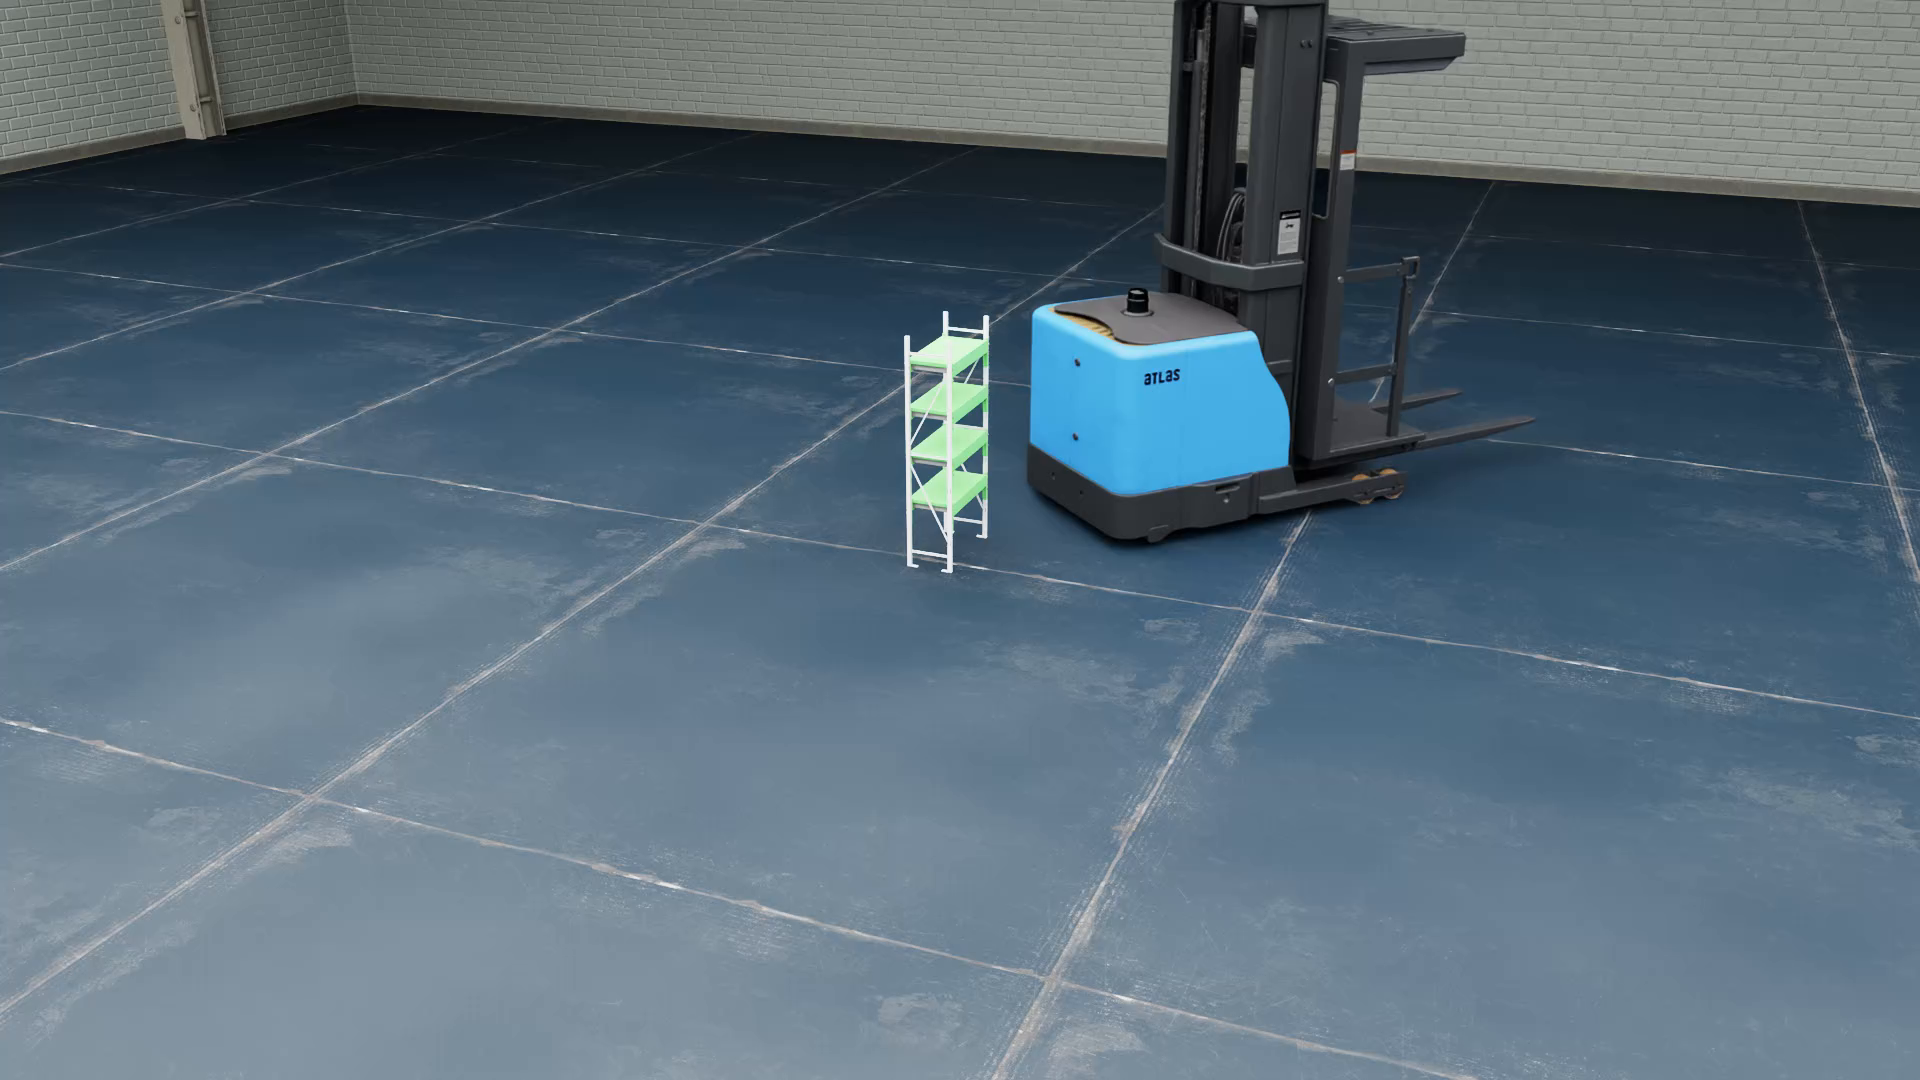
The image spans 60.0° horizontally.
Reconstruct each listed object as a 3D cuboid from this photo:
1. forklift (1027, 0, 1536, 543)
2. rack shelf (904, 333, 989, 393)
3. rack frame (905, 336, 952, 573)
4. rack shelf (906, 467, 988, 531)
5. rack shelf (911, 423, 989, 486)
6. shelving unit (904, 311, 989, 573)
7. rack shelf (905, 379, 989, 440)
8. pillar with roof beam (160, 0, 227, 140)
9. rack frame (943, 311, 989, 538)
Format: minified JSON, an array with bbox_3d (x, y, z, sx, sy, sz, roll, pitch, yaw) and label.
[{"bbox_3d":[1.927,-1.717,9.059,3.031,2.935,1.130,-11,25,-25],"label":"forklift"},{"bbox_3d":[-0.061,-0.878,8.217,0.258,0.148,0.480,9,24,20],"label":"rack shelf"},{"bbox_3d":[-0.152,-0.407,8.168,0.240,1.200,0.015,9,24,20],"label":"rack frame"},{"bbox_3d":[-0.061,-0.214,8.494,0.258,0.148,0.480,9,24,20],"label":"rack shelf"},{"bbox_3d":[-0.061,-0.435,8.402,0.258,0.148,0.480,9,24,20],"label":"rack shelf"},{"bbox_3d":[-0.061,-0.494,8.377,0.258,1.200,0.503,9,24,20],"label":"shelving unit"},{"bbox_3d":[-0.061,-0.657,8.309,0.258,0.148,0.480,9,24,20],"label":"rack shelf"},{"bbox_3d":[-5.477,-8.606,17.678,9.100,9.000,0.400,9,24,20],"label":"pillar with roof beam"},{"bbox_3d":[0.029,-0.582,8.586,0.240,1.200,0.015,9,24,20],"label":"rack frame"}]
